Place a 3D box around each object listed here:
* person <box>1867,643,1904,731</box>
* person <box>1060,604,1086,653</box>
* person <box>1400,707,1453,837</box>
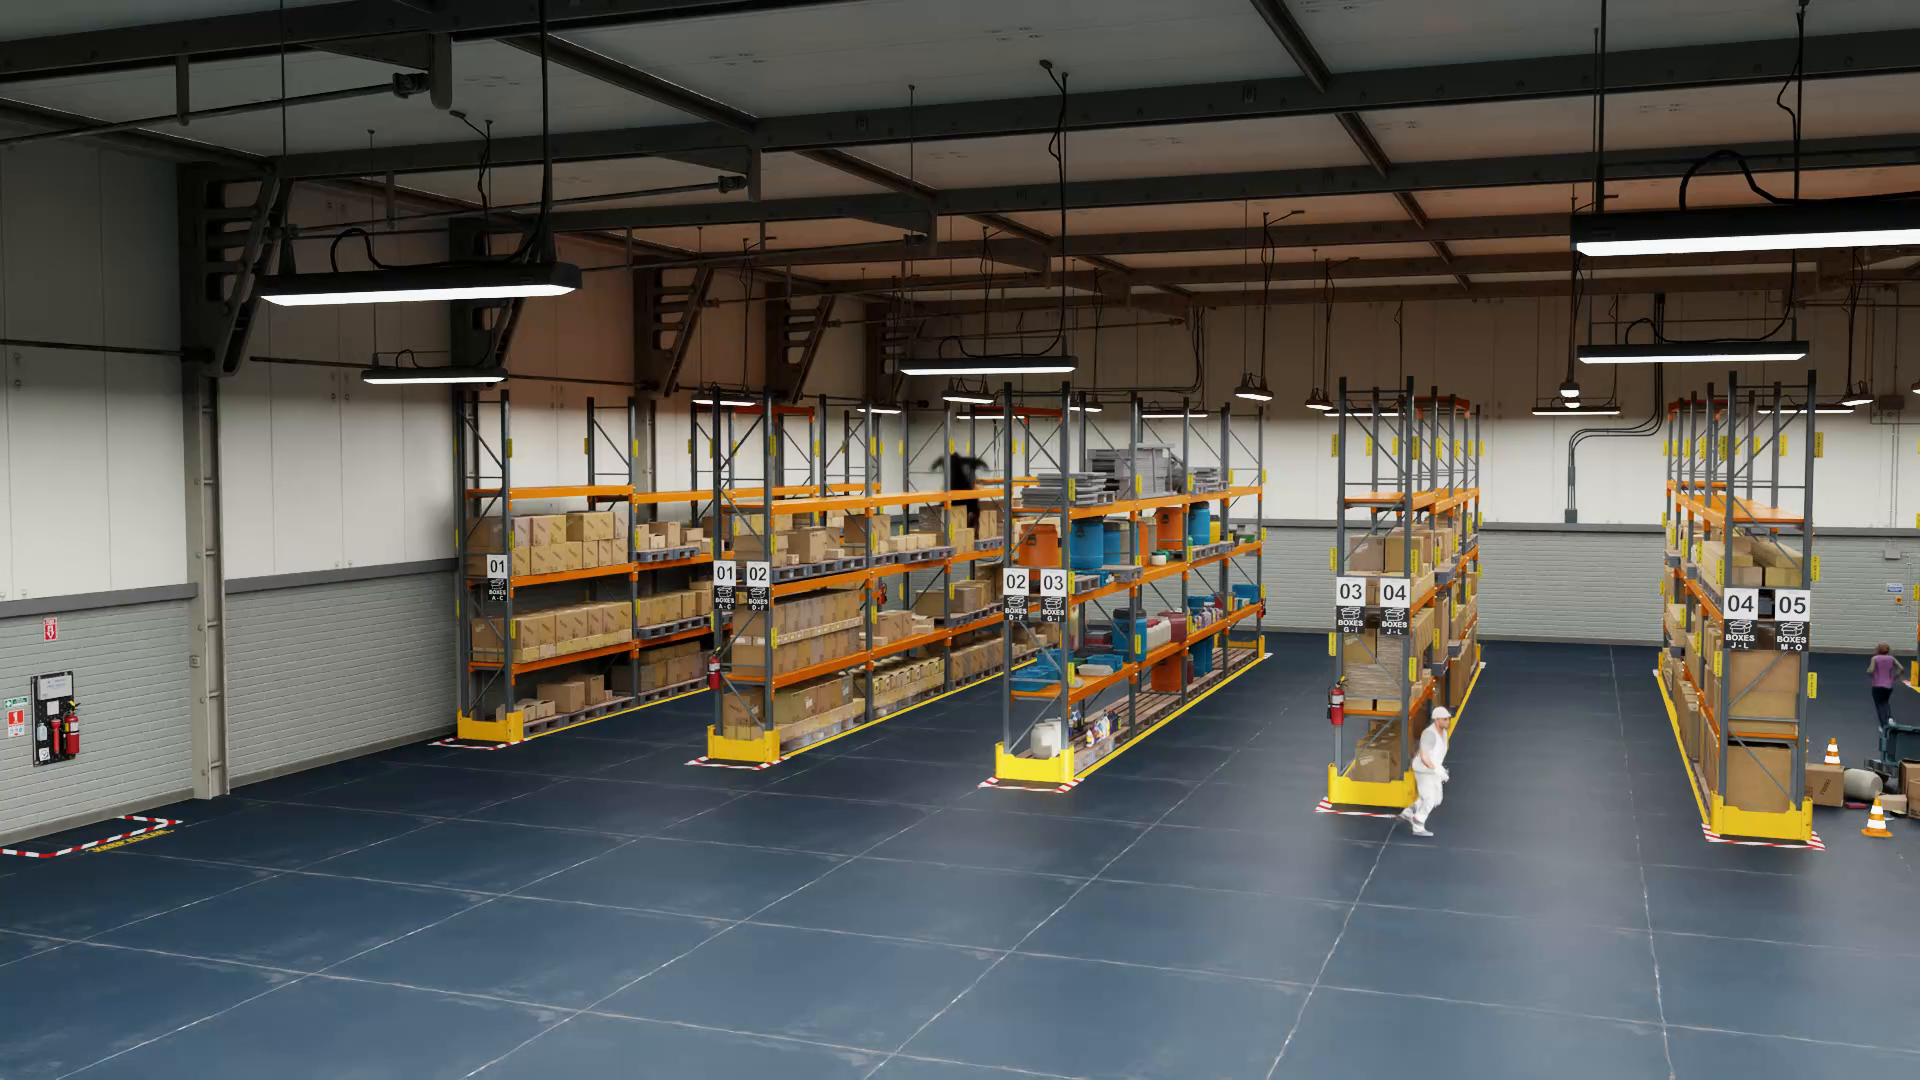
[{"bbox_3d":[16.306,2.596,29.385,0.546,1.543,0.605,1,3,10],"label":"person"},{"bbox_3d":[2.564,2.126,37.675,0.593,1.623,0.687,0,3,5],"label":"person"},{"bbox_3d":[5.986,2.970,21.378,0.773,1.711,0.655,3,4,42],"label":"person"}]
